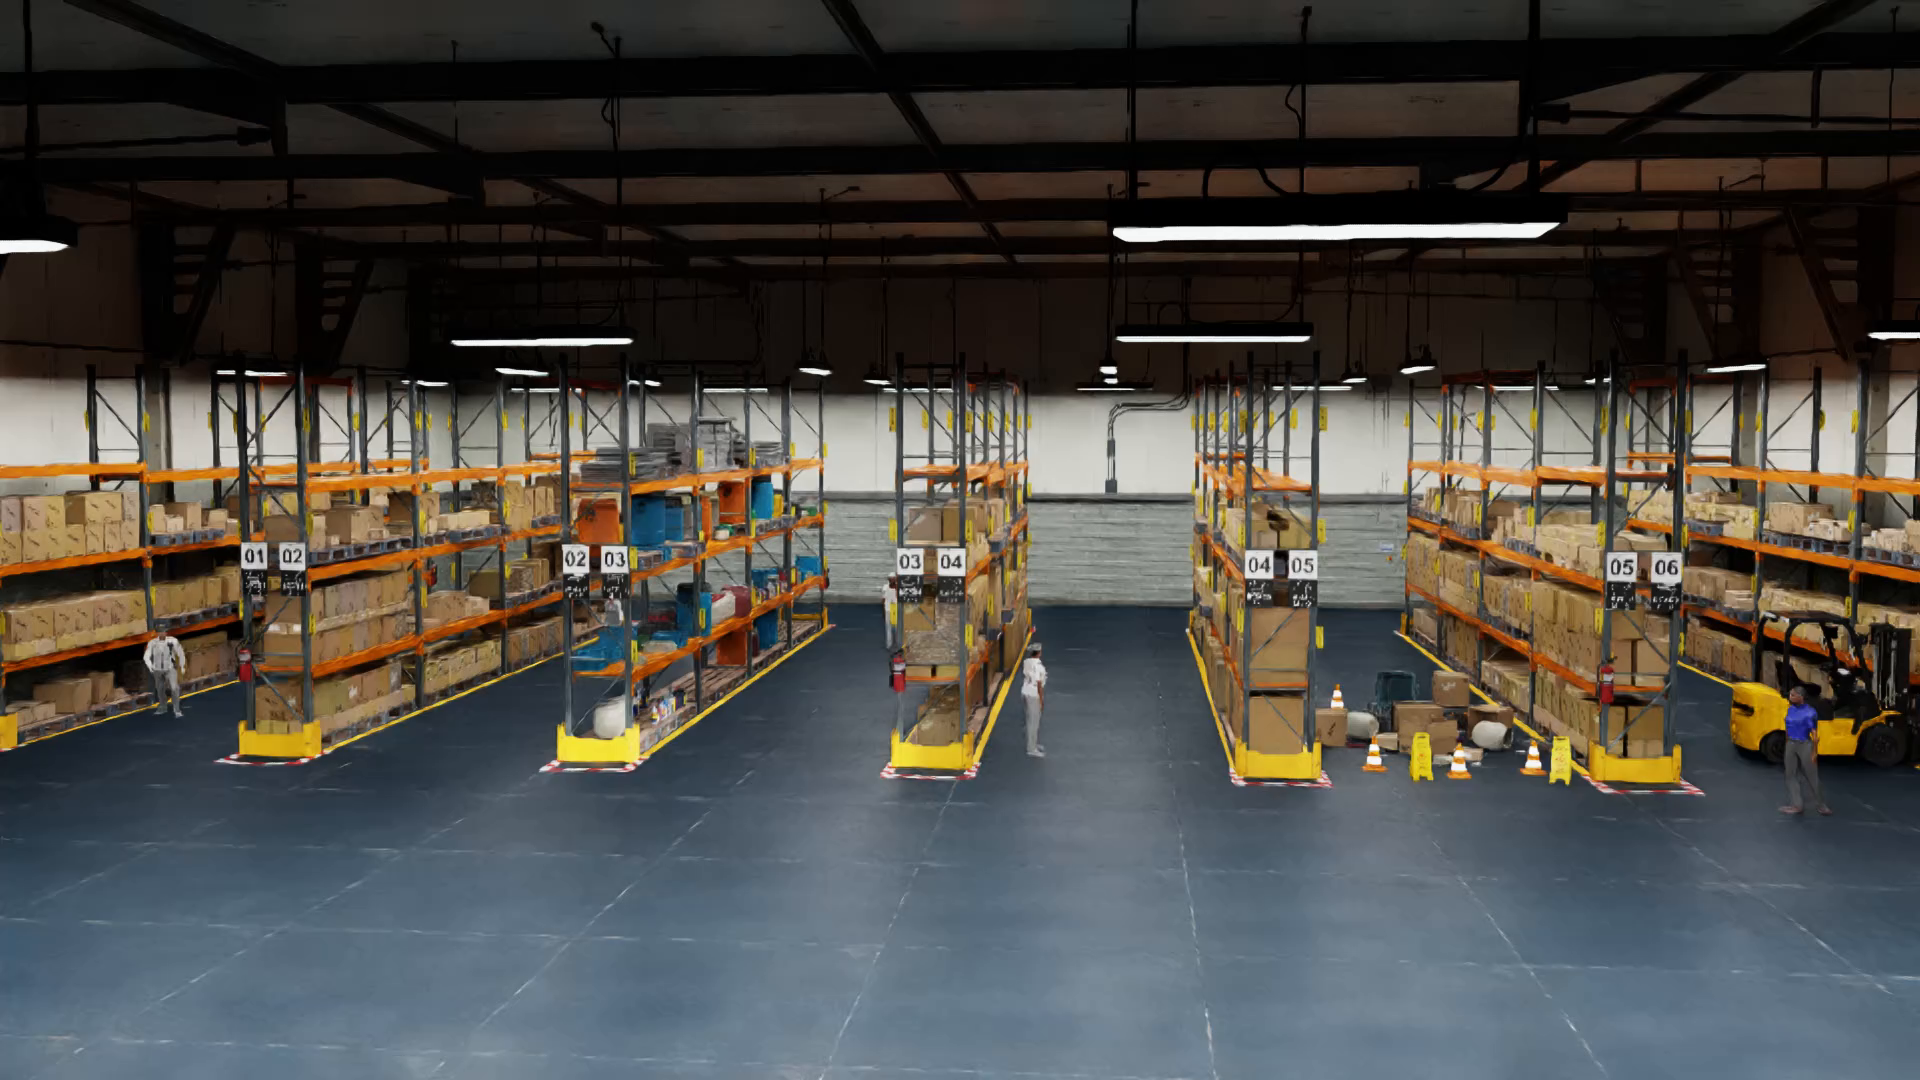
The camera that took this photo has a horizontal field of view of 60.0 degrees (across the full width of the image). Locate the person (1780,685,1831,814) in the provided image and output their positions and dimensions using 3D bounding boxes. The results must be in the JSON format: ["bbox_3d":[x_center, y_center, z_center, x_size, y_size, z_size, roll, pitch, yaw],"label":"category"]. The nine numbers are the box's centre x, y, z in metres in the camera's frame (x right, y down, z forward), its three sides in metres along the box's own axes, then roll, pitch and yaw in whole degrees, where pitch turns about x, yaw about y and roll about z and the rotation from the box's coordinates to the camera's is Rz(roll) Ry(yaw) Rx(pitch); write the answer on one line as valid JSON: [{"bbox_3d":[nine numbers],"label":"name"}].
[{"bbox_3d":[10.828,2.676,21.283,0.526,1.647,0.568,-2,4,-22],"label":"person"}]

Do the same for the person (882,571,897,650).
[{"bbox_3d":[-1.448,1.541,36.681,0.589,1.716,1.043,0,4,4],"label":"person"}]

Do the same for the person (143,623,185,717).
[{"bbox_3d":[-13.454,2.189,28.184,0.643,1.612,0.793,-1,4,-12],"label":"person"}]

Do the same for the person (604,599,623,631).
[{"bbox_3d":[-7.204,1.763,34.639,0.432,1.539,0.947,0,4,4],"label":"person"}]

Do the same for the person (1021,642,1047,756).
[{"bbox_3d":[1.147,2.373,25.024,0.437,1.684,0.553,-2,4,-24],"label":"person"}]
